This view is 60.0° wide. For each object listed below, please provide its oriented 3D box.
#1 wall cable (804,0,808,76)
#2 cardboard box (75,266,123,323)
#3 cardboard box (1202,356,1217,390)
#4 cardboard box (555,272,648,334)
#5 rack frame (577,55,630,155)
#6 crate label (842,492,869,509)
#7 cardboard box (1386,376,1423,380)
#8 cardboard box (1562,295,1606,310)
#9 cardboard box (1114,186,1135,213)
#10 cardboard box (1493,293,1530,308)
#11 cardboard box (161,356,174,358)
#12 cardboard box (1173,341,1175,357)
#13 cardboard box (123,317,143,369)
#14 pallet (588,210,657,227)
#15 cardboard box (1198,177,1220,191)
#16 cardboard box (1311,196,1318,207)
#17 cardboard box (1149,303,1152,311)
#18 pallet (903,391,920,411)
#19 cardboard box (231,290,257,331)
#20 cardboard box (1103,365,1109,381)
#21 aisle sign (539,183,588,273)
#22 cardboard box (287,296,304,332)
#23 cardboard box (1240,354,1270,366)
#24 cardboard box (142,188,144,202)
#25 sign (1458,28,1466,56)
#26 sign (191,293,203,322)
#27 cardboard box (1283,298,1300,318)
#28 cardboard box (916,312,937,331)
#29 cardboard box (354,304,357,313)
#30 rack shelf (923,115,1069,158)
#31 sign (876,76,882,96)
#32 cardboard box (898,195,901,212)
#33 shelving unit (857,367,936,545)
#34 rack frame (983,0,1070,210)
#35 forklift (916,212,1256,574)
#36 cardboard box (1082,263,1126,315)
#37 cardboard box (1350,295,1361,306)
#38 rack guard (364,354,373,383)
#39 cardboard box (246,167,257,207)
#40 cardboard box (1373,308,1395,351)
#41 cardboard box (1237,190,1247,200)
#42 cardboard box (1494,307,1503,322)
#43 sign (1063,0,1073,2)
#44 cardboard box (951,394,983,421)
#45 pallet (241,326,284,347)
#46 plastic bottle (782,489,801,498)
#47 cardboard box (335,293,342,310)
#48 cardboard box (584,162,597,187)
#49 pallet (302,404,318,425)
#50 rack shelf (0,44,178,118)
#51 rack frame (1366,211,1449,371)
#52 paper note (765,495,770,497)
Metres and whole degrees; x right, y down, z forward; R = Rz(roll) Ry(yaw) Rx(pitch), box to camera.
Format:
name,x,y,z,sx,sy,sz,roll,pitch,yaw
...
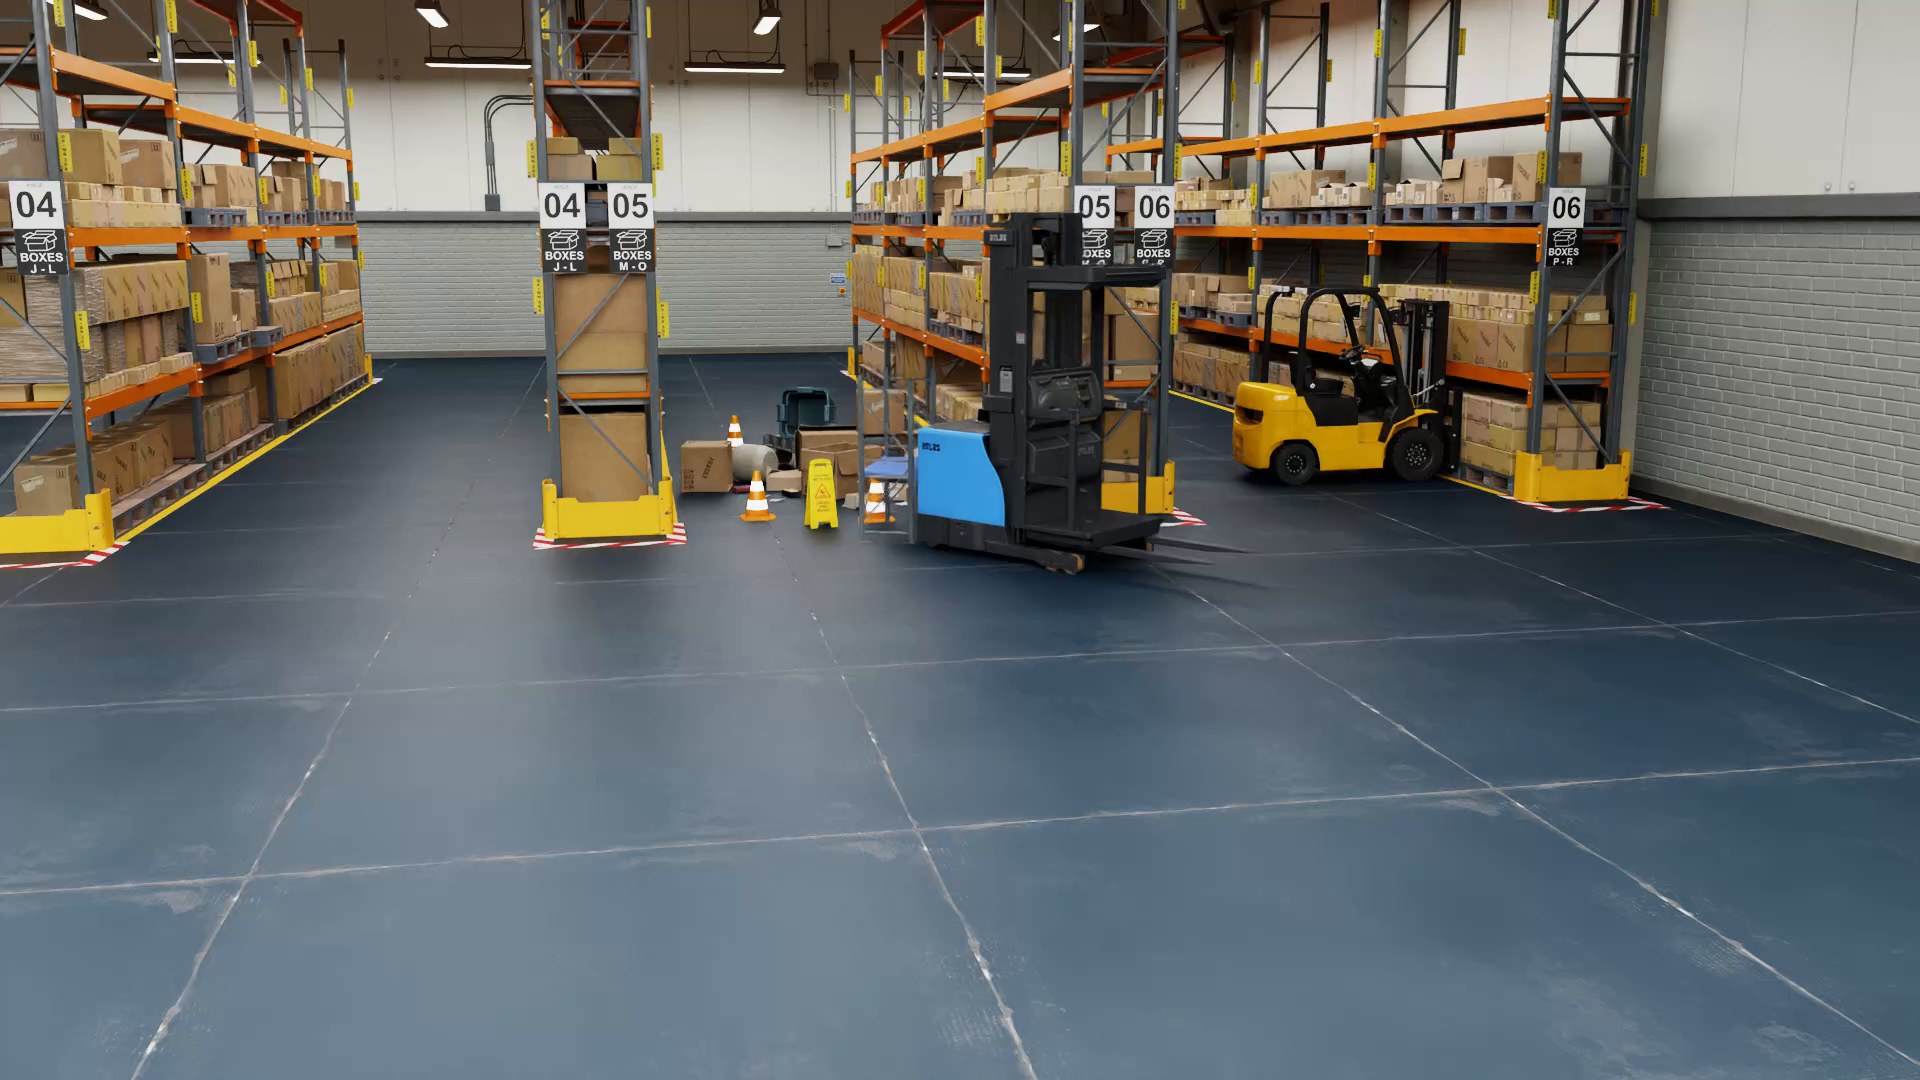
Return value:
name,x,y,z,sx,sy,sz,roll,pitch,yaw
wall cable,-4.452,-11.545,35.741,2.355,3.000,0.029,-2,11,-11
cardboard box,-8.090,-2.269,15.358,0.500,0.500,0.500,-2,11,-11
cardboard box,4.269,-2.719,27.023,0.500,0.500,0.500,-3,11,-13
cardboard box,-3.309,-2.215,15.523,0.875,0.550,0.550,-2,11,-11
rack frame,-6.387,-7.423,30.130,1.000,3.000,0.127,-2,11,-11
crate label,-1.025,-0.405,16.958,0.250,0.136,0.298,-9,14,-40
cardboard box,5.437,-1.902,20.721,0.500,0.250,0.500,-2,11,-12
cardboard box,6.573,-2.505,17.535,0.380,0.149,0.250,-2,11,-12
cardboard box,1.724,-3.388,16.558,0.500,0.250,0.500,-2,11,-12
cardboard box,5.997,-2.584,17.954,0.380,0.149,0.250,-2,11,-10
cardboard box,-8.579,-1.867,17.655,0.380,0.149,0.250,-2,11,-11
cardboard box,3.673,-3.370,30.442,0.700,0.500,0.500,-3,11,-13
cardboard box,-8.596,-1.950,16.354,0.875,0.500,0.500,-2,11,-11
pallet,-4.654,-4.273,22.109,1.213,0.211,1.003,-2,11,-8
cardboard box,4.222,-6.024,28.178,0.396,0.266,0.258,-2,11,-12
cardboard box,4.989,-4.593,22.562,0.380,0.149,0.250,-2,11,-12
cardboard box,3.615,-4.191,29.865,0.380,0.149,0.250,-2,11,-10
pallet,-0.309,-2.208,26.233,1.003,0.211,1.213,-2,11,-11
cardboard box,-9.365,-2.906,21.052,0.700,0.500,0.500,0,11,-3
cardboard box,1.278,-1.678,16.659,0.380,0.149,0.250,-2,11,-9
aisle sign,-3.556,-2.795,14.905,0.394,0.787,0.004,-2,11,-11
cardboard box,-9.845,-3.275,24.115,0.500,0.500,0.500,-2,11,-11
cardboard box,4.528,-2.767,25.539,0.380,0.149,0.250,-3,11,-14
cardboard box,-8.439,-3.465,16.692,0.380,0.149,0.250,-2,11,-9
sign,6.200,-6.154,20.542,0.100,0.325,0.005,-2,11,-11
sign,-8.407,-2.560,18.308,0.100,0.325,0.005,-2,11,-11
cardboard box,4.900,-3.282,23.480,0.500,0.250,0.500,-2,11,-12
cardboard box,-0.348,-3.217,24.477,0.500,0.250,0.500,-3,11,-13
cardboard box,-10.780,-4.044,29.091,0.380,0.149,0.250,-2,11,-11
rack shelf,0.394,-5.238,21.642,1.077,0.370,4.000,-2,11,-11
sign,-1.322,-7.409,27.134,0.100,0.325,0.005,-2,11,-11
cardboard box,-0.761,-5.207,25.745,0.396,0.266,0.258,-1,11,-6
shelving unit,-0.569,-0.799,15.381,0.538,1.500,1.048,2,11,10
rack frame,0.783,-5.421,19.610,1.000,3.000,0.127,-2,11,-11
forklift,1.049,-1.267,14.016,3.031,2.935,1.130,9,14,40
cardboard box,1.247,-2.512,16.636,0.700,0.500,0.500,-2,11,-12
cardboard box,5.299,-3.124,21.585,0.380,0.149,0.250,-2,11,-12
rack guard,-11.277,-3.091,30.098,1.175,0.500,0.348,-2,11,-11
cardboard box,-9.378,-4.537,21.383,0.500,0.500,0.500,-2,11,-10
cardboard box,5.481,-2.613,20.636,0.500,0.500,0.500,-2,11,-13
cardboard box,4.467,-5.282,25.441,0.380,0.149,0.250,-2,11,-13
cardboard box,6.017,-2.438,17.981,0.380,0.149,0.250,-2,11,-10
sign,1.012,-5.207,15.567,0.100,0.325,0.005,-2,11,-11
cardboard box,0.398,-1.744,22.244,0.950,0.372,0.625,-2,11,-9
pallet,-9.473,-2.626,21.483,1.213,0.211,1.003,-2,11,-11
plastic bottle,-1.806,-0.502,17.671,0.133,0.061,0.283,-6,13,-31
cardboard box,-10.527,-3.935,27.454,0.500,0.250,0.500,-2,11,-10
cardboard box,-3.935,-3.699,16.801,0.500,0.250,0.500,-2,11,-10
pallet,-10.029,-1.848,24.340,1.003,0.211,1.213,-2,11,-11
rack shelf,-8.549,-4.339,15.857,1.077,0.370,4.000,-2,11,-11
rack frame,5.651,-2.655,21.123,1.000,3.000,0.127,-2,11,-11
paper note,-2.044,-0.470,17.636,0.032,0.001,0.123,4,11,18
